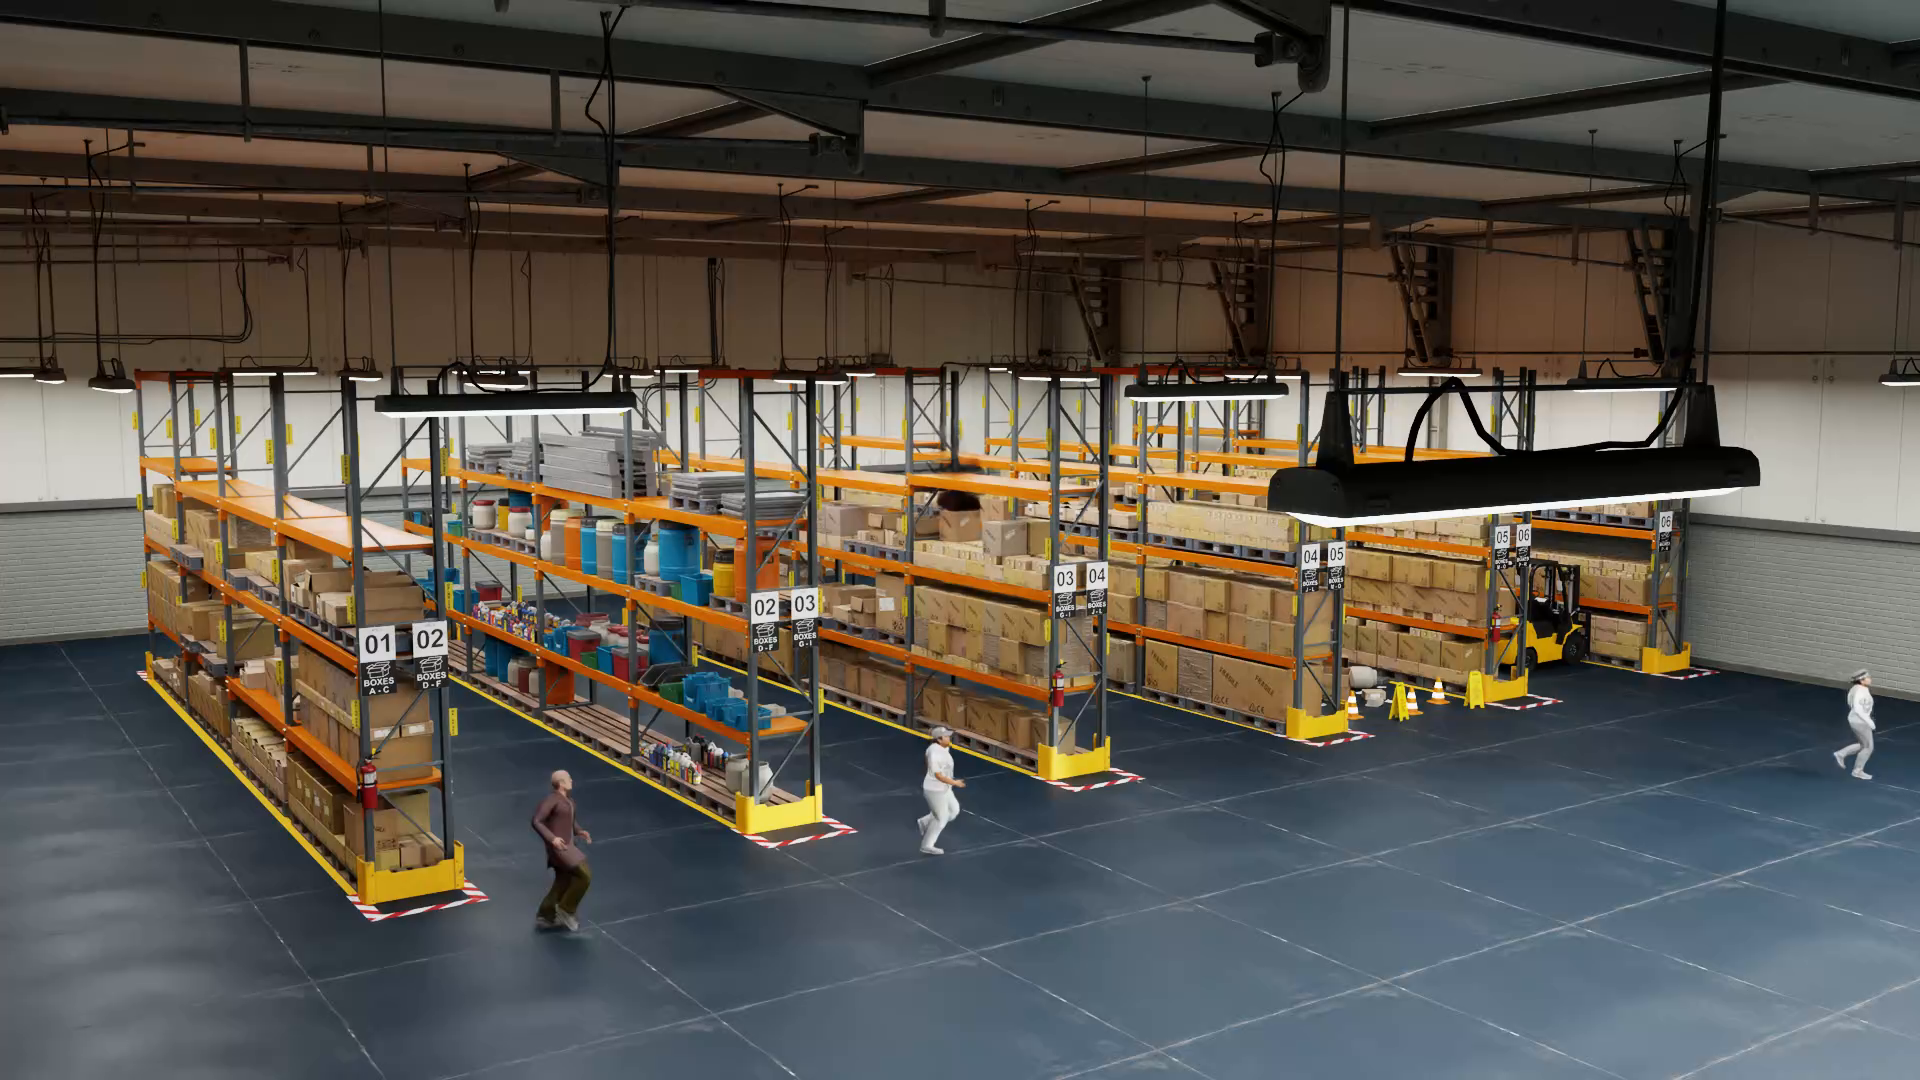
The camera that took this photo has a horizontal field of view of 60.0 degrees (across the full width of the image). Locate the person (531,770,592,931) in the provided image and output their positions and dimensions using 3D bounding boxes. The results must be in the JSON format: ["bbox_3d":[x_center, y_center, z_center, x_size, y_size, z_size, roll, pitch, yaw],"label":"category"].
[{"bbox_3d":[-4.366,3.432,18.281,0.675,1.722,0.726,0,6,0],"label":"person"}]

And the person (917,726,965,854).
[{"bbox_3d":[-0.240,3.157,21.086,0.617,1.629,0.637,0,6,2],"label":"person"}]

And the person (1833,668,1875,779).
[{"bbox_3d":[13.367,2.723,24.783,0.497,1.673,0.616,2,7,18],"label":"person"}]
